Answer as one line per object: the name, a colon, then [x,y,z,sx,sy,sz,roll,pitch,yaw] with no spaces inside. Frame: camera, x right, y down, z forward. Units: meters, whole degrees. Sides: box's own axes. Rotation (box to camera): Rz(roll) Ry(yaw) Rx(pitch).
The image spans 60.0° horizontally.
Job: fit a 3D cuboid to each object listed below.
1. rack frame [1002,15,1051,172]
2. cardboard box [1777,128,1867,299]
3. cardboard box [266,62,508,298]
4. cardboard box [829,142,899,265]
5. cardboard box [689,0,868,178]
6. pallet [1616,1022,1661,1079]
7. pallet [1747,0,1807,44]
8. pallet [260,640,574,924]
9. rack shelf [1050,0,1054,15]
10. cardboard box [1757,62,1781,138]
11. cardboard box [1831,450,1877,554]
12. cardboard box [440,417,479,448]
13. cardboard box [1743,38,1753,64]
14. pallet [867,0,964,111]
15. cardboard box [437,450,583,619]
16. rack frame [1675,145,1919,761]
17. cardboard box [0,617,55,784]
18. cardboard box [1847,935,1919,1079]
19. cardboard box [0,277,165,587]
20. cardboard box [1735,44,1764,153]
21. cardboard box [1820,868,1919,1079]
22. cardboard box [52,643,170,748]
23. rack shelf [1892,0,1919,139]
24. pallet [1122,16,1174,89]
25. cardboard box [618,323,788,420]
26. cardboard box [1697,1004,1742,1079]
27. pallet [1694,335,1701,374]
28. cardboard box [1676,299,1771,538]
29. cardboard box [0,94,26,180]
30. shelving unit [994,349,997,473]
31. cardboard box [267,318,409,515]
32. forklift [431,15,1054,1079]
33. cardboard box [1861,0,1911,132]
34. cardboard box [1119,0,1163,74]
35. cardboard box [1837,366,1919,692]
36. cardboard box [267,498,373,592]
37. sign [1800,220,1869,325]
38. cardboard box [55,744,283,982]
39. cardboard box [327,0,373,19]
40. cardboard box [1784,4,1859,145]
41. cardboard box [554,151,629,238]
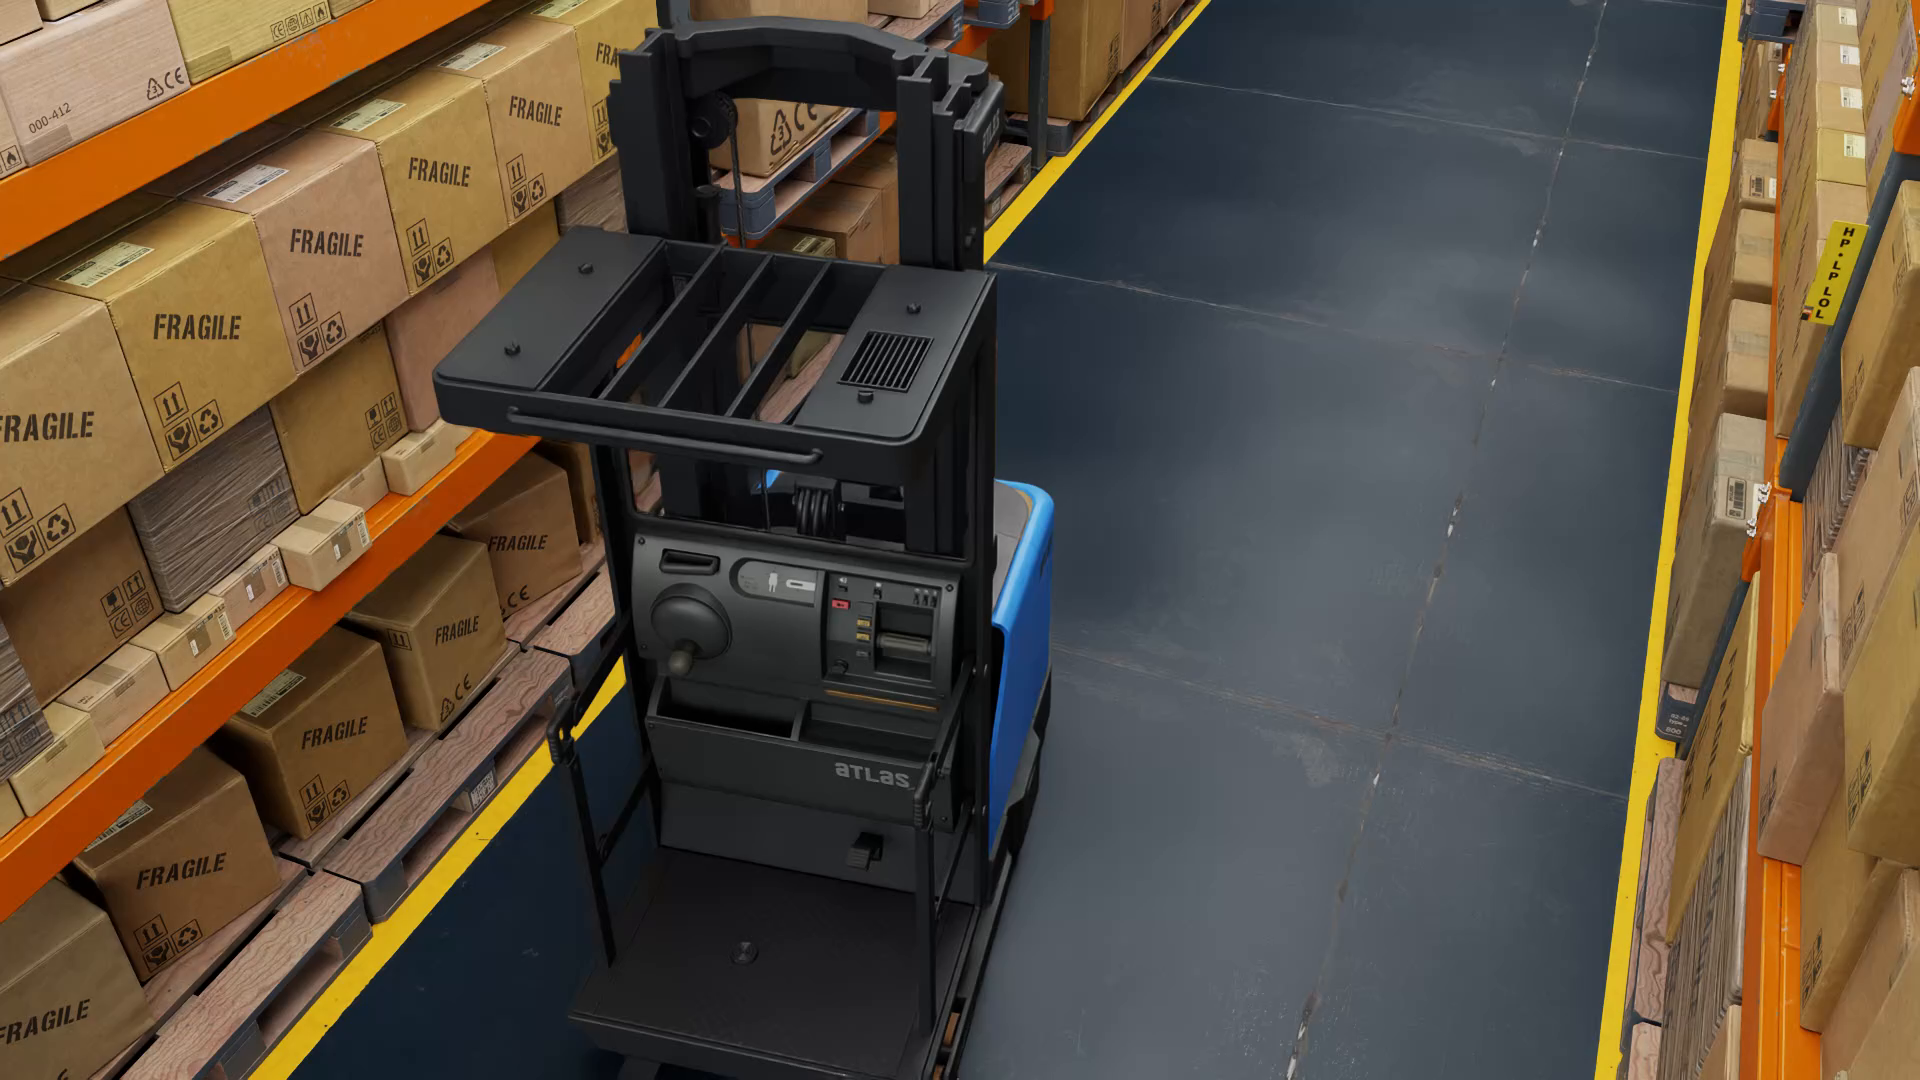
rack frame: [0.052,-3.633,9.605,1.000,3.000,0.127,14,39,18]
cardboard box: [3.414,-1.182,6.242,0.500,0.500,0.500,14,39,18]
cardboard box: [-1.767,-1.112,5.066,0.500,0.500,0.500,14,39,18]
cardboard box: [-0.593,-1.807,8.882,0.700,0.500,0.500,17,40,21]
cardboard box: [-1.038,-2.235,6.882,1.000,1.000,1.000,14,39,18]
pallet: [2.254,1.966,4.444,1.003,0.211,1.213,14,39,18]
pallet: [4.773,-2.789,8.636,1.213,0.211,1.003,14,39,18]
pallet: [-2.155,0.756,6.062,1.003,0.211,1.213,14,39,18]
rack shelf: [0.813,-4.452,11.302,1.077,0.370,4.000,14,39,18]
cardboard box: [4.618,-2.353,9.003,0.500,0.250,0.500,13,39,17]
cardboard box: [2.761,0.224,4.319,0.875,0.550,0.550,14,39,18]
cardboard box: [-1.801,-0.451,5.557,0.380,0.149,0.250,14,39,18]
cardboard box: [5.596,-3.480,11.137,0.500,0.500,0.500,15,39,19]
pallet: [-0.663,-2.451,8.183,1.003,0.211,1.213,14,39,18]
cardboard box: [-1.870,-0.054,6.554,0.500,0.500,0.500,27,45,32]
rack frame: [3.079,-0.232,5.055,1.000,3.000,0.127,14,39,18]
cardboard box: [-2.757,0.339,3.959,0.875,0.500,0.500,14,39,18]
cardboard box: [1.858,0.968,2.423,0.875,0.550,0.550,14,39,18]
cardboard box: [-2.334,-0.281,3.953,0.500,0.500,0.500,14,39,18]
cardboard box: [4.996,-2.621,9.988,0.500,0.500,0.500,12,38,16]
cardboard box: [2.174,1.116,3.127,0.875,0.550,0.550,14,39,18]
cardboard box: [-2.365,0.381,4.444,0.380,0.149,0.250,14,39,18]
rack shelf: [3.840,-2.253,5.854,1.077,0.370,4.000,14,39,18]
pallet: [0.887,-3.608,11.901,1.003,0.211,1.213,14,39,18]
cardboard box: [-1.216,-0.928,7.707,0.700,0.500,0.500,11,38,14]
cardboard box: [2.086,1.787,3.778,0.875,0.875,0.875,13,39,17]
pallet: [4.231,-0.911,8.292,1.003,0.211,1.213,14,39,18]
cardboard box: [3.602,-0.397,6.804,1.050,0.750,0.750,14,39,18]
cardboard box: [-2.379,-0.840,3.488,0.500,0.250,0.500,13,39,17]
shelving unit: [-0.005,-0.473,6.880,0.258,1.200,0.189,14,39,18]
cardboard box: [-2.247,-0.506,5.090,0.875,0.500,0.500,14,39,18]
forklift: [-0.510,0.288,4.416,1.130,2.935,3.031,8,38,11]
cardboard box: [3.842,-1.793,6.225,0.700,0.500,0.500,13,39,17]
cardboard box: [0.680,-3.819,11.278,1.225,0.875,0.875,14,39,18]
cardboard box: [2.472,0.070,3.623,0.875,0.550,0.550,14,39,18]
cardboard box: [-2.003,-0.015,4.974,0.380,0.149,0.250,14,39,18]
sign: [2.573,-0.783,4.891,0.100,0.325,0.005,14,39,18]
cardboard box: [-2.543,0.949,5.212,0.500,0.500,0.500,25,43,29]
cardboard box: [-1.799,-1.678,4.609,0.500,0.250,0.500,14,39,17]
cardboard box: [3.989,-2.018,7.361,0.500,0.500,0.500,13,39,17]
cardboard box: [-1.698,-1.342,6.208,0.875,0.500,0.500,14,39,18]
